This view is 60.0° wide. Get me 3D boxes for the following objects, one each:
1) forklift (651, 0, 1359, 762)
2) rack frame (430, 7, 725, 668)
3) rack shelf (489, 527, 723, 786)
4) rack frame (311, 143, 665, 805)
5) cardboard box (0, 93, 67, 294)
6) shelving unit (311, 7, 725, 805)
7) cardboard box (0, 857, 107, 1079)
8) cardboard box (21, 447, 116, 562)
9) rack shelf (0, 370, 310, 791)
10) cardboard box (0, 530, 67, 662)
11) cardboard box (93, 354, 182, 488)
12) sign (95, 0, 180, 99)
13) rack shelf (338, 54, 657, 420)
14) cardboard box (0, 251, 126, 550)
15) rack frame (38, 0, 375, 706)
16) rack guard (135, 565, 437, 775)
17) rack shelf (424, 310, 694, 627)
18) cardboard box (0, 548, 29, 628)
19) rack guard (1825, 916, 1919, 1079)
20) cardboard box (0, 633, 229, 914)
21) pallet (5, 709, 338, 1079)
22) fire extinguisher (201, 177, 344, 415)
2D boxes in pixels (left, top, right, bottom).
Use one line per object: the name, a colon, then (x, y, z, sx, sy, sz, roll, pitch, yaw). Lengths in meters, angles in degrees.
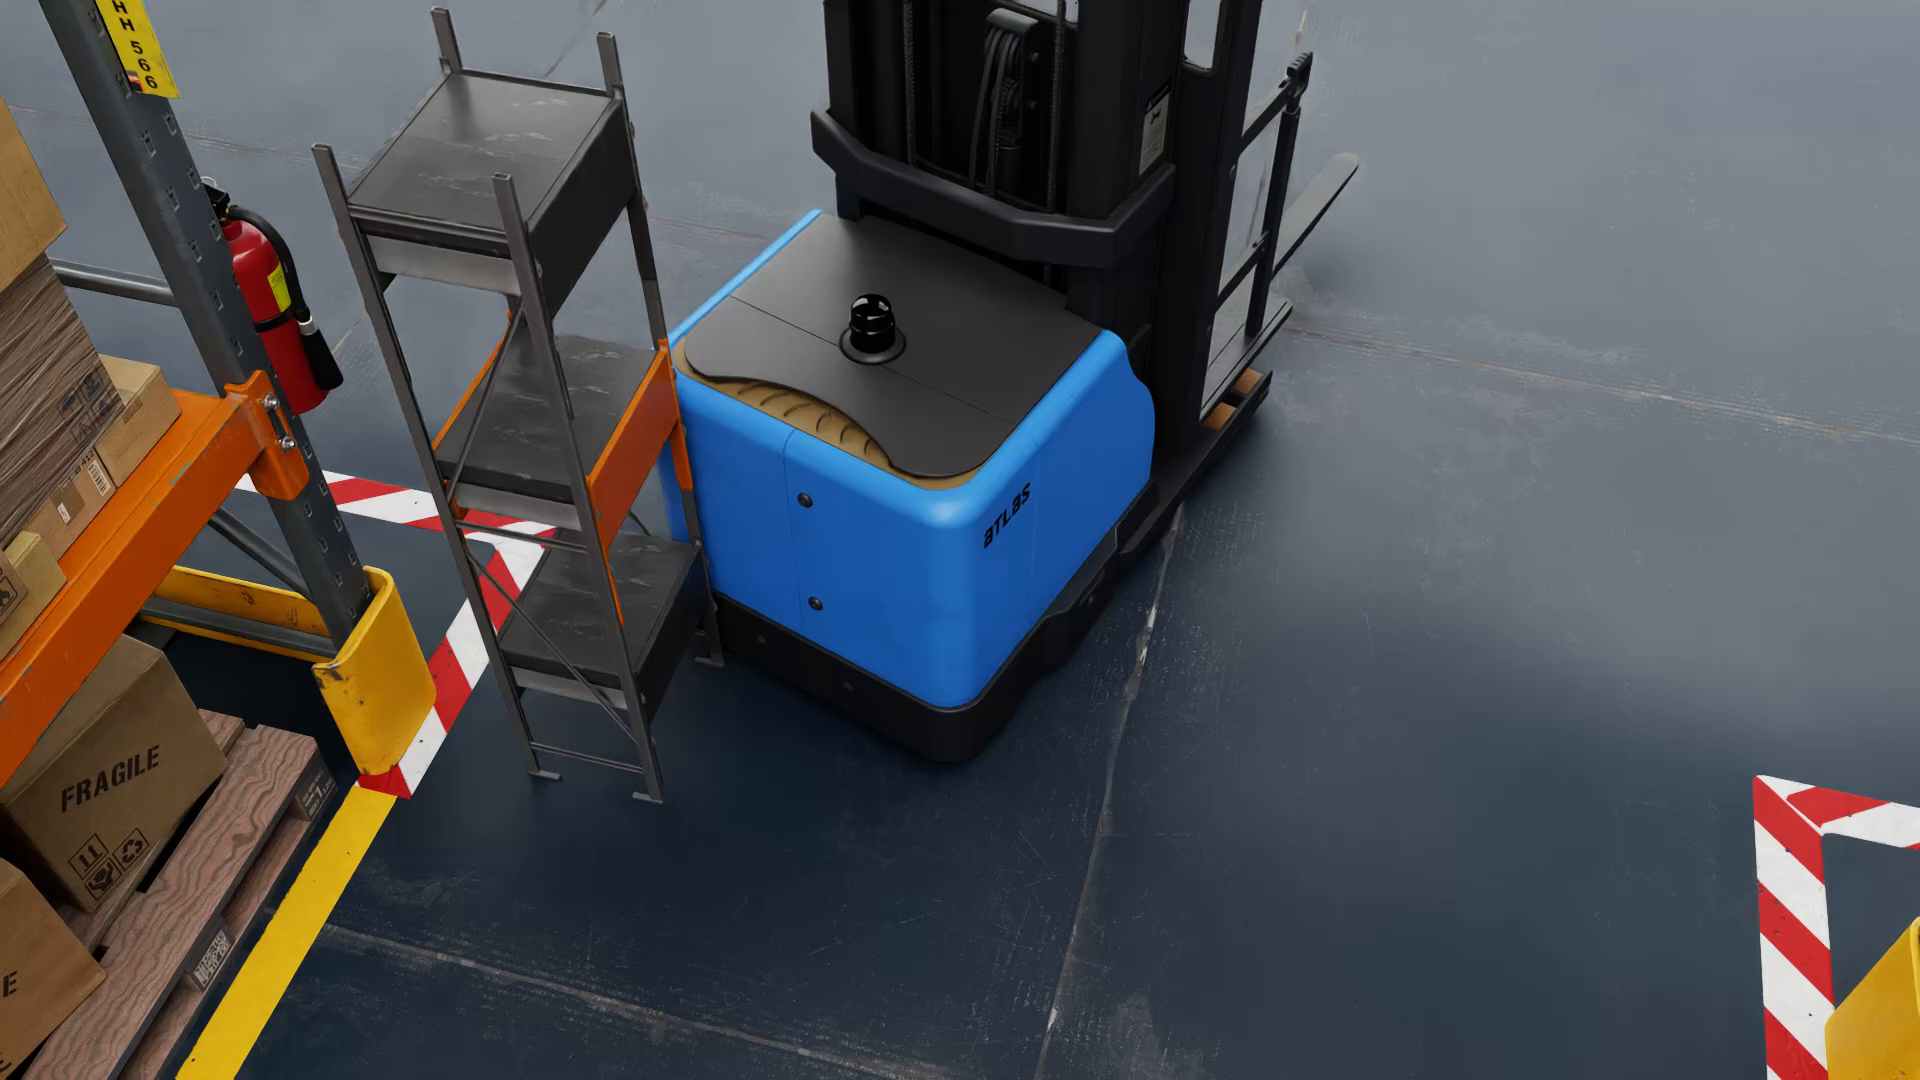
forklift: (0.388, -1.440, 4.566, 1.130, 2.935, 3.031, 26, 53, 21)
rack frame: (-0.891, -0.358, 4.166, 0.400, 2.100, 0.015, 11, 50, 10)
rack shelf: (-0.952, 0.291, 4.544, 0.431, 0.518, 0.480, 11, 50, 10)
rack frame: (-1.014, -0.004, 3.853, 0.400, 2.100, 0.015, 11, 50, 10)
cardboard box: (-2.006, -0.631, 2.874, 0.500, 0.500, 0.500, 12, 50, 10)
shelving unit: (-0.952, -0.181, 4.009, 0.431, 2.100, 0.503, 11, 50, 10)
cardboard box: (-2.404, 0.961, 3.788, 0.500, 0.500, 0.500, 24, 53, 20)
cardboard box: (-2.042, -0.104, 3.509, 0.380, 0.149, 0.250, 12, 50, 10)
rack shelf: (-2.626, 1.070, 2.785, 1.077, 0.370, 4.000, 12, 50, 10)
cardboard box: (-2.058, 0.087, 3.340, 0.380, 0.149, 0.250, 12, 50, 10)
cardboard box: (-1.975, -0.285, 3.668, 0.380, 0.149, 0.250, 12, 50, 10)
sign: (-1.569, -0.979, 3.130, 0.100, 0.325, 0.005, 12, 50, 10)
rack shelf: (-0.952, -0.635, 3.495, 0.431, 0.518, 0.480, 11, 50, 10)
cardboard box: (-2.271, -0.354, 3.297, 0.875, 0.500, 0.500, 12, 50, 10)
rack frame: (-2.099, -0.615, 3.792, 1.000, 3.000, 0.127, 12, 50, 10)
rack guard: (-2.119, 0.267, 4.681, 1.175, 0.500, 0.348, 12, 50, 10)
rack shelf: (-0.952, -0.172, 4.020, 0.431, 0.518, 0.480, 11, 50, 10)
cardboard box: (-2.286, 0.031, 2.957, 0.875, 0.500, 0.500, 12, 50, 10)
rack guard: (2.704, 1.254, 3.810, 1.175, 0.500, 0.348, 12, 50, 10)
cardboard box: (-2.280, 0.522, 4.176, 0.500, 0.500, 0.500, 20, 52, 17)
pallet: (-2.367, 0.943, 4.277, 1.003, 0.211, 1.213, 12, 50, 10)
fire extinguisher: (-1.625, -0.581, 3.814, 0.296, 0.674, 0.183, 12, 50, 10)
